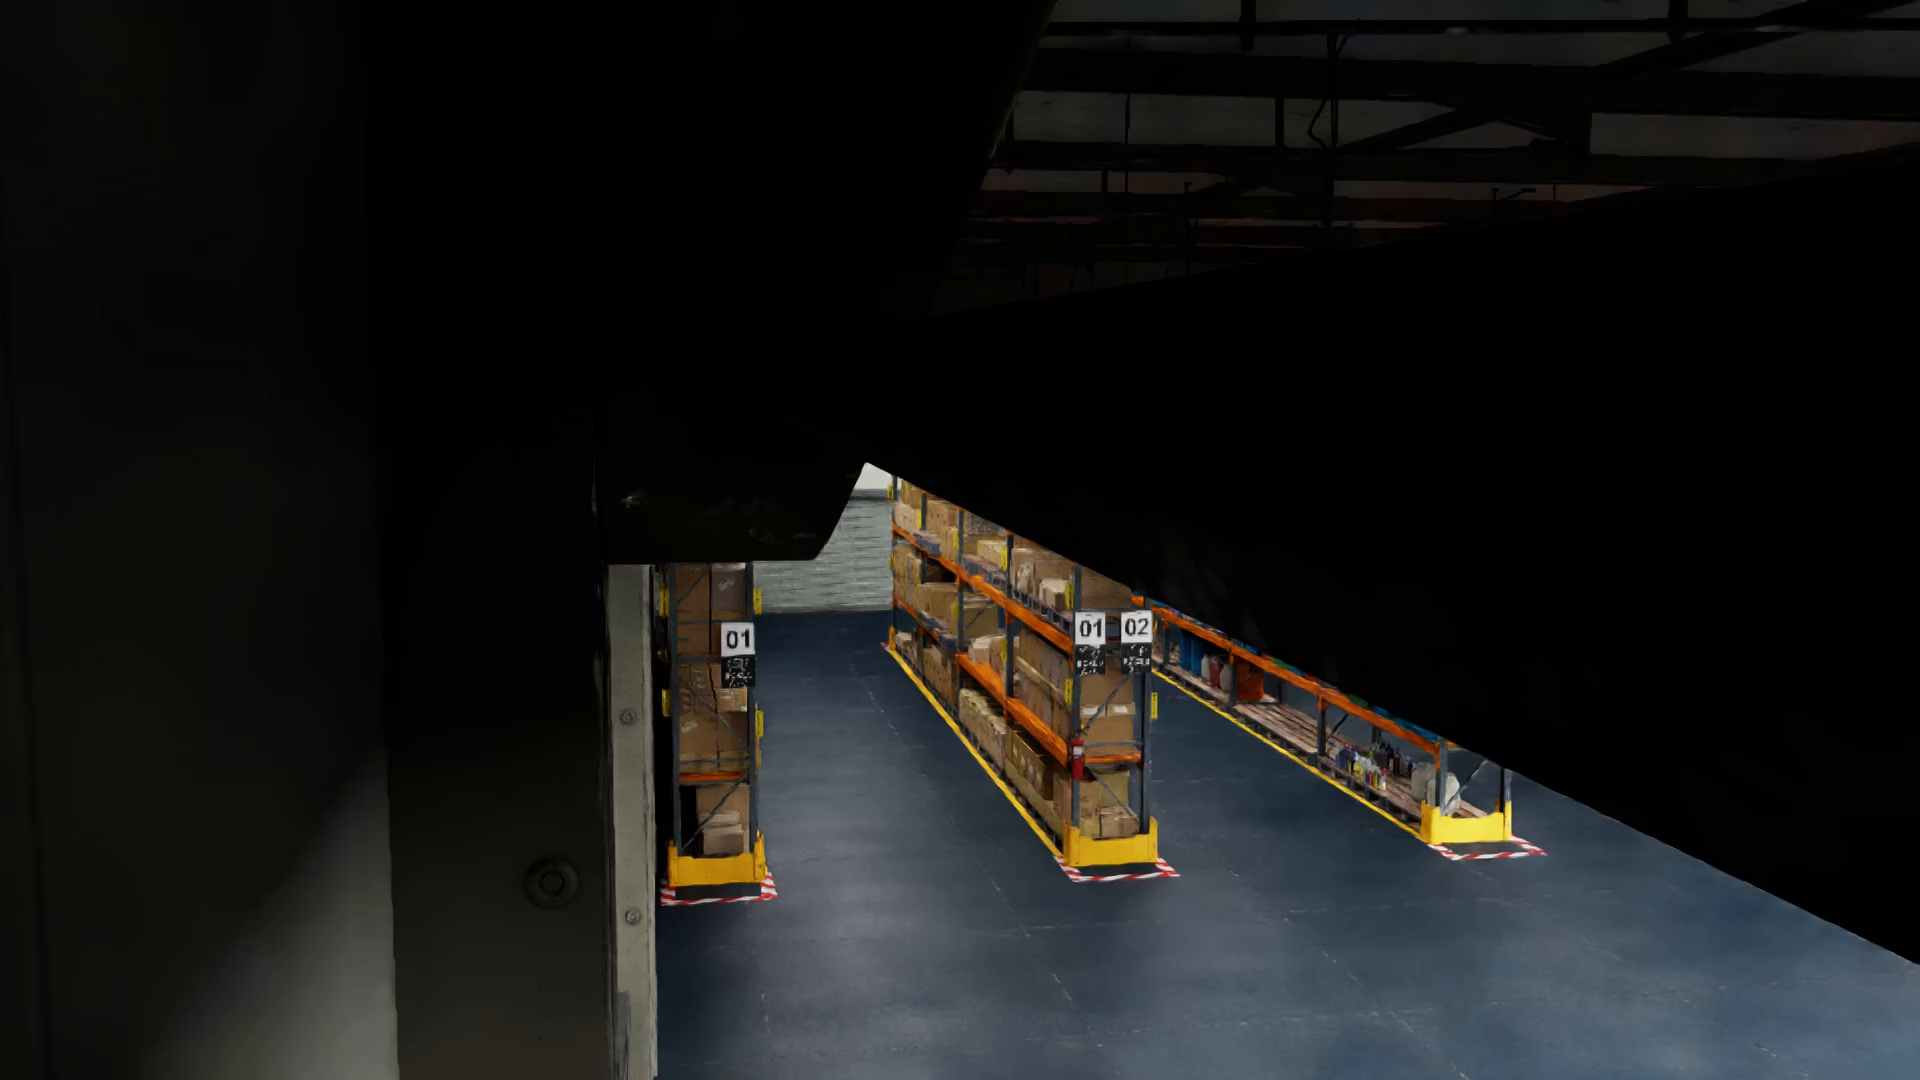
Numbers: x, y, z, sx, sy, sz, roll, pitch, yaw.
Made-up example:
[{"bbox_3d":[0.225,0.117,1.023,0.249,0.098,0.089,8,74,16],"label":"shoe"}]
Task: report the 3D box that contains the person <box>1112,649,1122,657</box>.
[{"bbox_3d":[3.101,1.900,33.227,0.551,1.665,0.573,2,6,16],"label":"person"}]
